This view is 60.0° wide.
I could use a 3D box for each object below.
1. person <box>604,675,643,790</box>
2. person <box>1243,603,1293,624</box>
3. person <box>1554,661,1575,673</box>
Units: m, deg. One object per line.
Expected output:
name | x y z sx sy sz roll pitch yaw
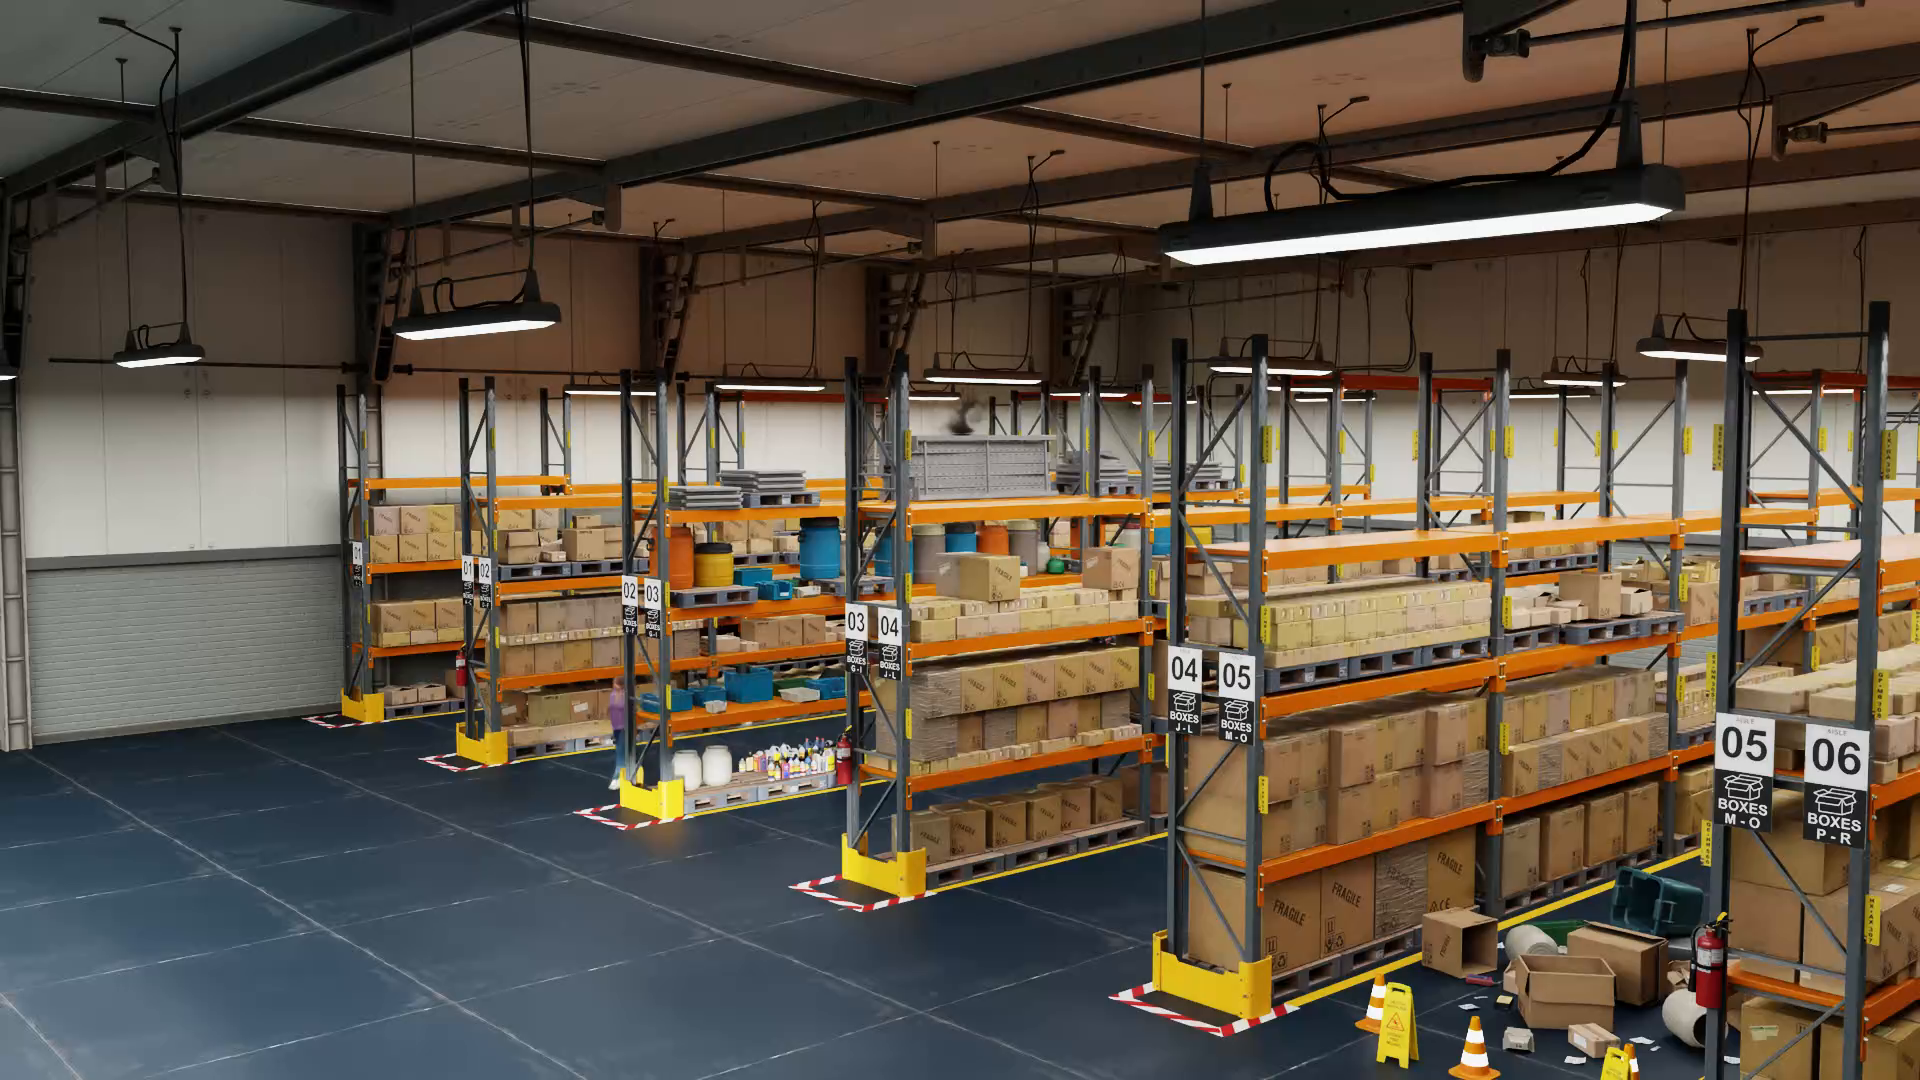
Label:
person | -4.898 2.773 24.237 0.557 1.631 0.758 2 4 33
person | 10.803 2.136 18.941 18.243 3.633 1.169 -2 4 -24
person | 9.369 2.624 25.646 0.728 1.744 0.712 -4 5 -43
